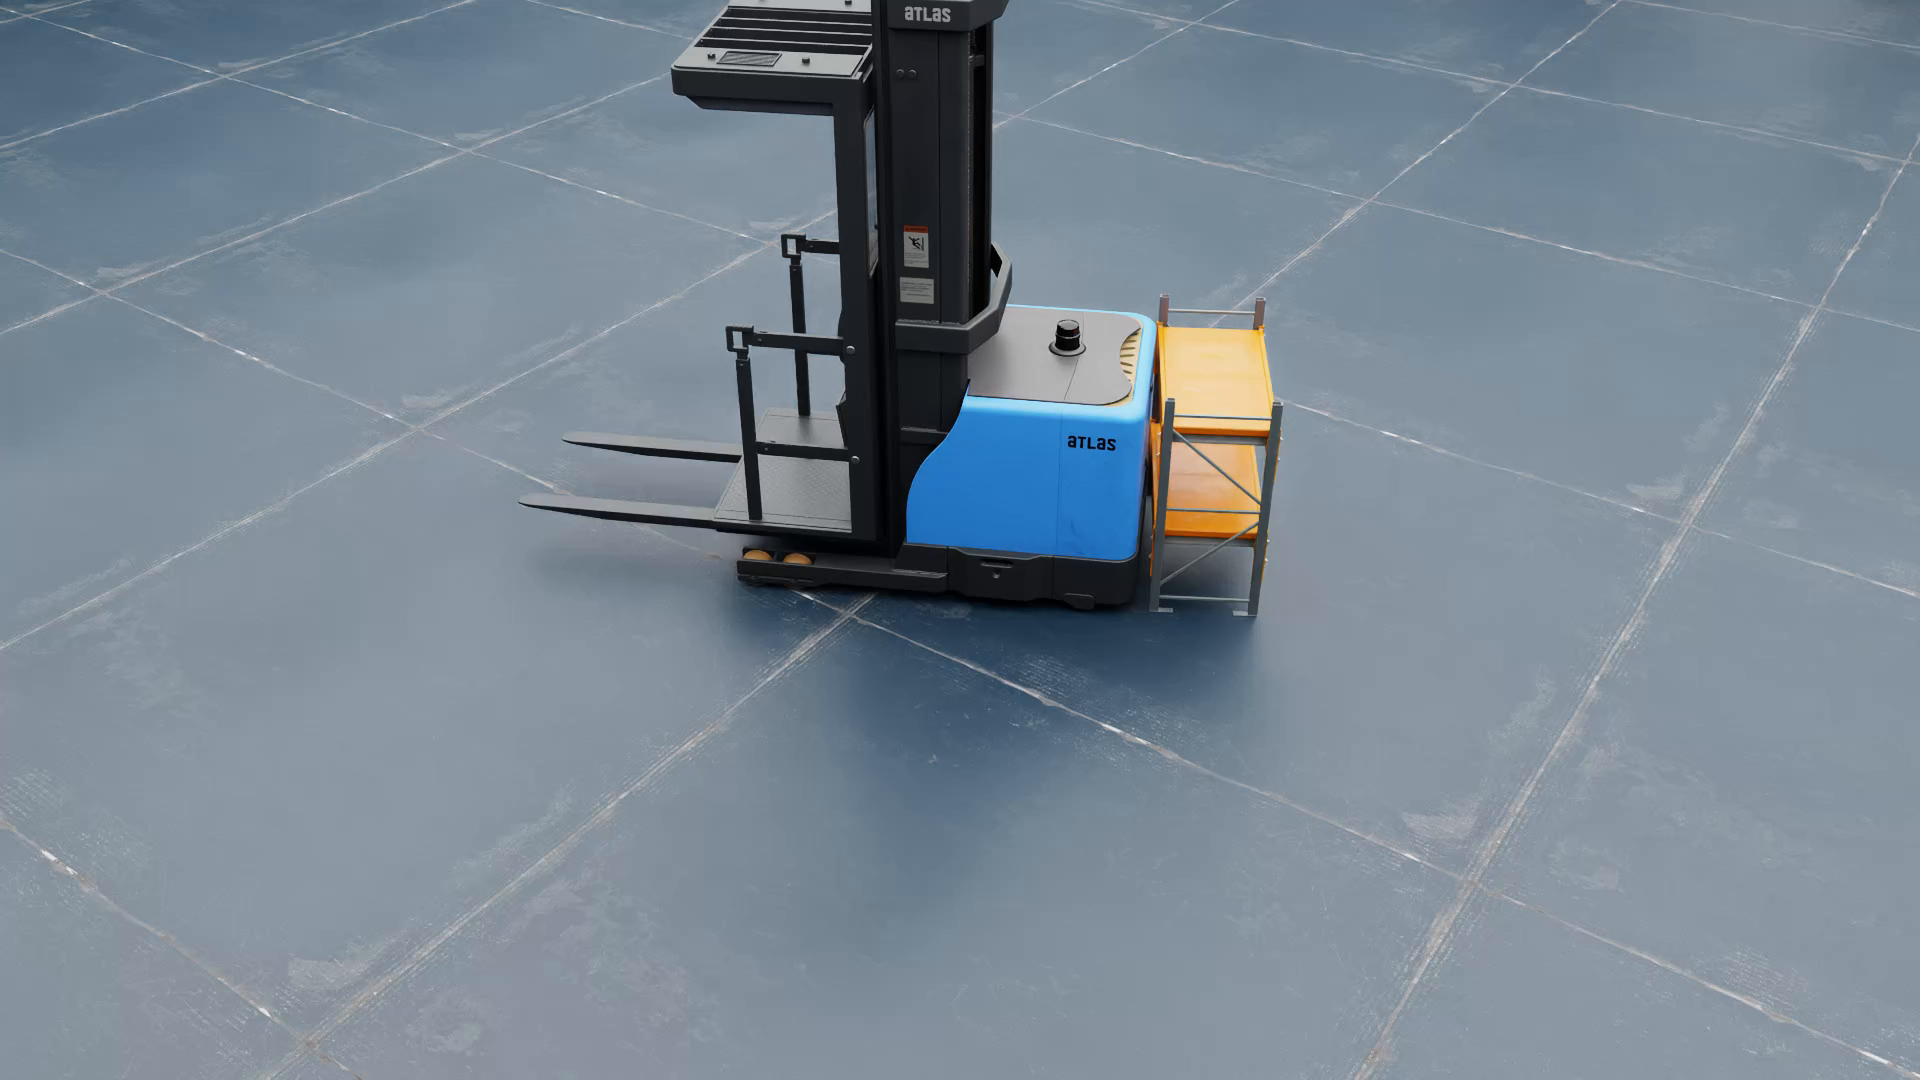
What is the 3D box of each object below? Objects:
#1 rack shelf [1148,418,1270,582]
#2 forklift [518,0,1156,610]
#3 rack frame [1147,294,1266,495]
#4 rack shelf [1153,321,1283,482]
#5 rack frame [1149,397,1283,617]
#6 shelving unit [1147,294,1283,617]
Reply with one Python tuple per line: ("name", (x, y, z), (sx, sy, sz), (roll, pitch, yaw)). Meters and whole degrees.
("rack shelf", (1.171, -0.209, 7.991), (0.538, 0.278, 1.000), (2, 34, 4))
("forklift", (-0.615, -1.268, 7.509), (3.031, 2.935, 1.130), (5, 34, 7))
("rack frame", (1.210, -0.696, 8.274), (0.500, 1.125, 0.032), (2, 34, 4))
("rack shelf", (1.171, -0.654, 7.691), (0.538, 0.278, 1.000), (2, 34, 4))
("rack frame", (1.131, -0.128, 7.435), (0.500, 1.125, 0.032), (2, 34, 4))
("shelving unit", (1.171, -0.412, 7.855), (0.538, 1.125, 1.048), (2, 34, 4))
